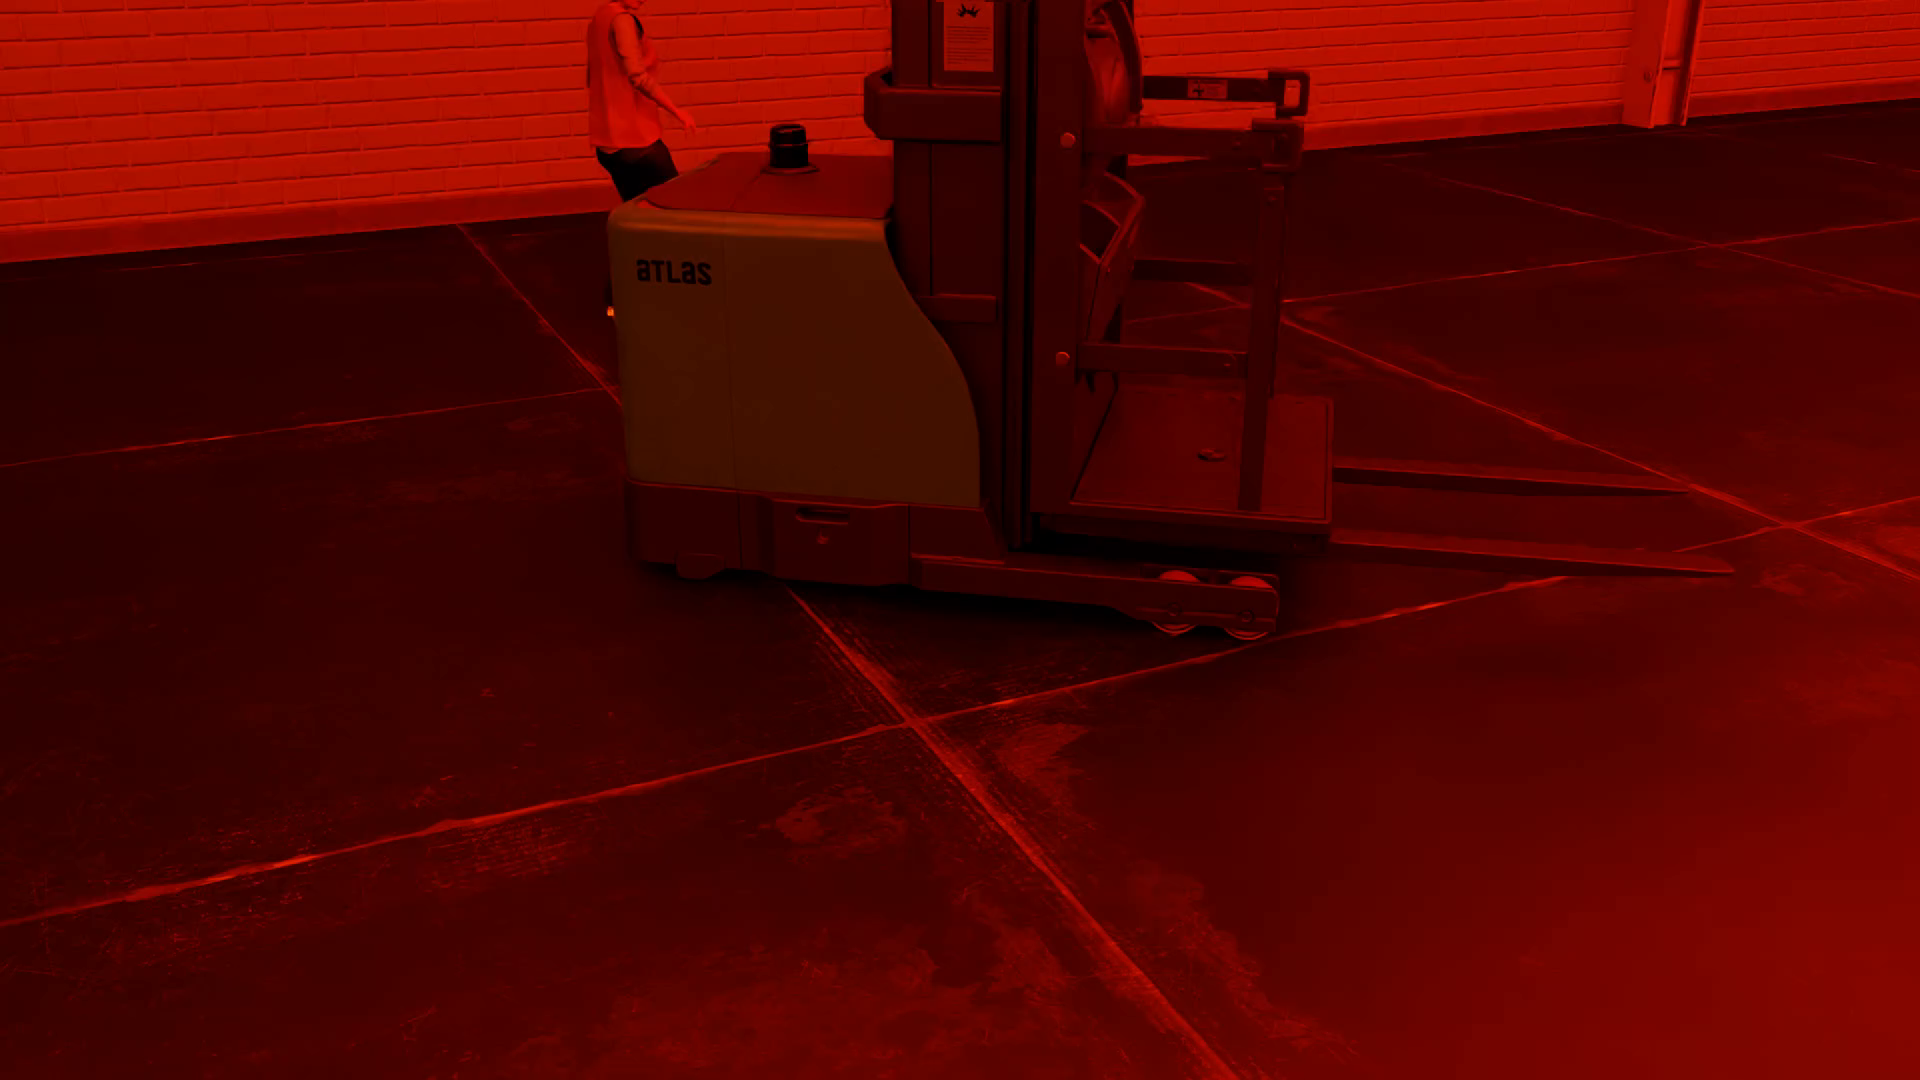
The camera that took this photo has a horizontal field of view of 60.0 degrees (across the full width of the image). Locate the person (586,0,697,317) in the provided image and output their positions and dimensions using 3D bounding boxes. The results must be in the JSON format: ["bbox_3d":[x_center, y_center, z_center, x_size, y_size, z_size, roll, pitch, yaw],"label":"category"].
[{"bbox_3d":[-1.416,-1.747,7.301,0.447,1.562,0.625,-18,29,-37],"label":"person"}]

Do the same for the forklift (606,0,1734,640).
[{"bbox_3d":[0.601,-1.308,4.435,3.031,2.935,1.130,5,23,11],"label":"forklift"}]
